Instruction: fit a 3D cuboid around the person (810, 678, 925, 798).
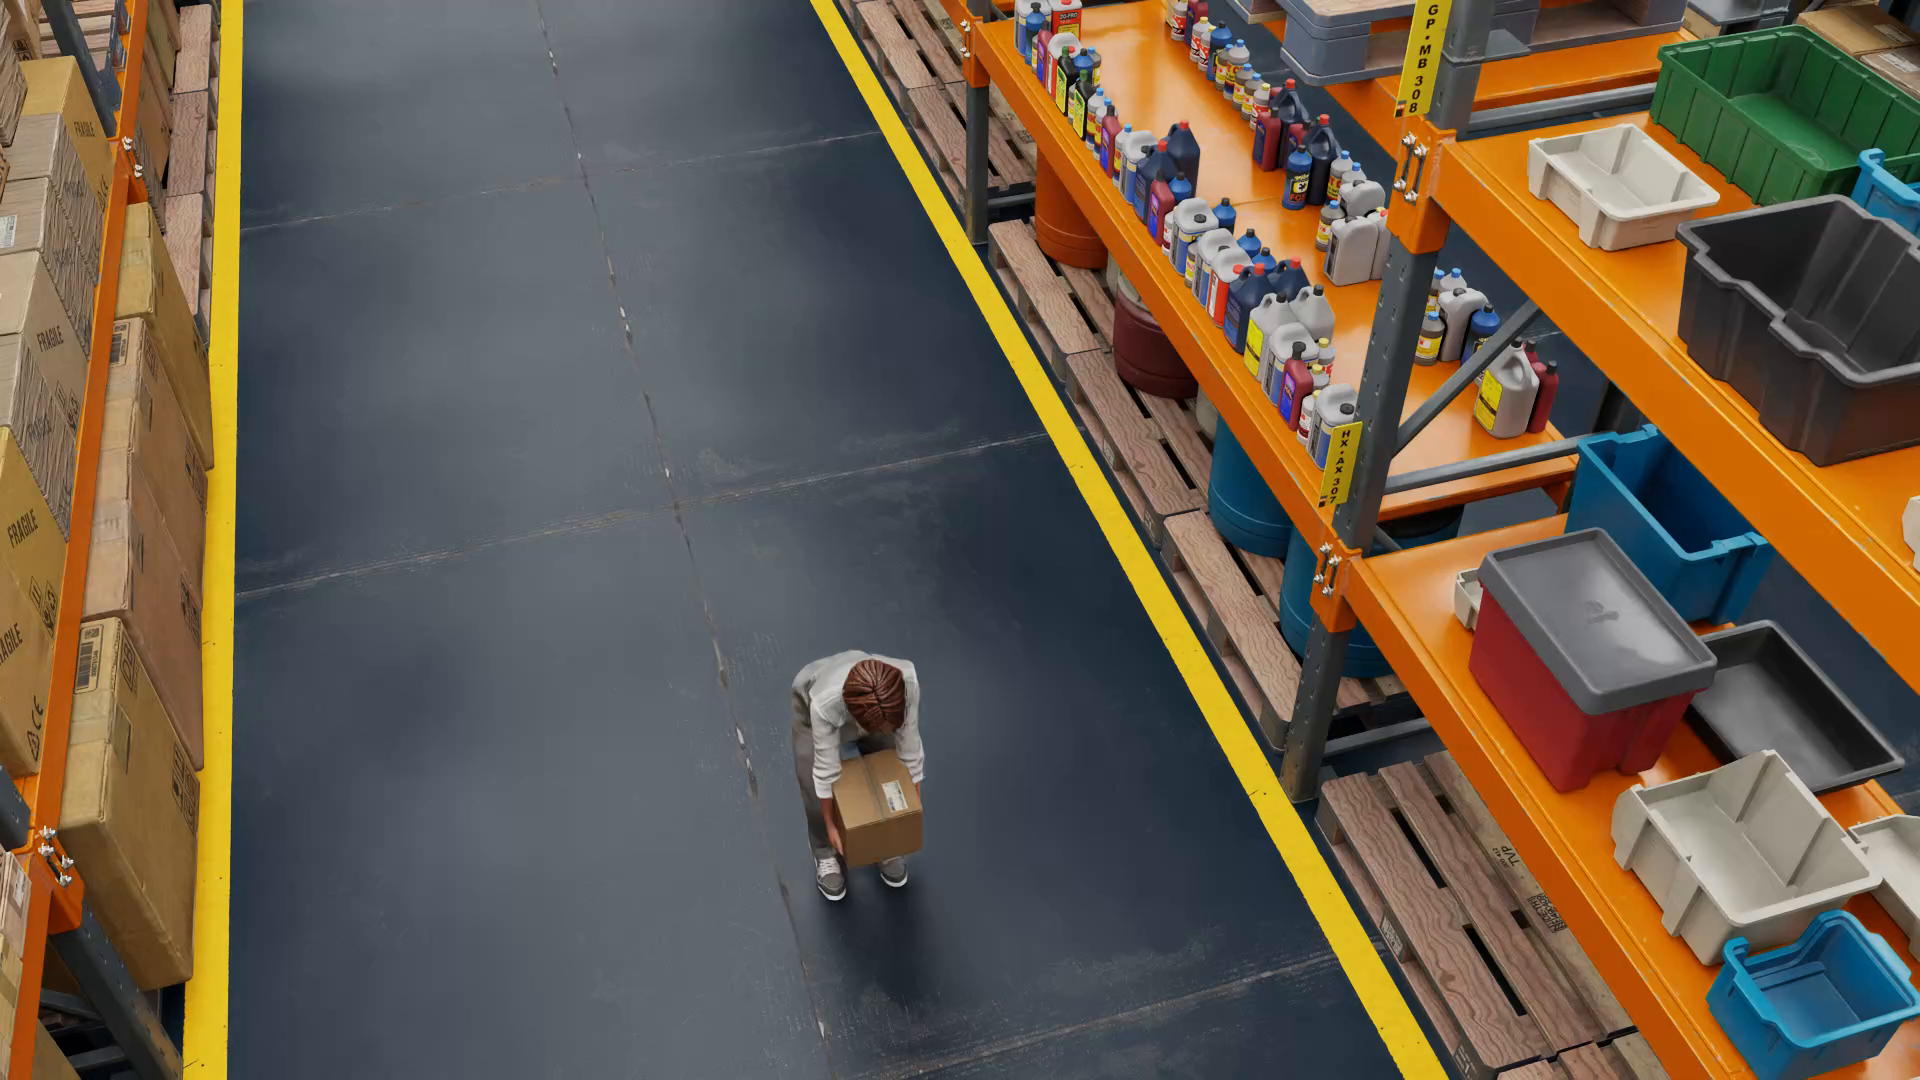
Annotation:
[{"bbox_3d":[-0.354,0.488,5.347,0.369,0.471,0.498,-13,44,-14],"label":"person"}]
